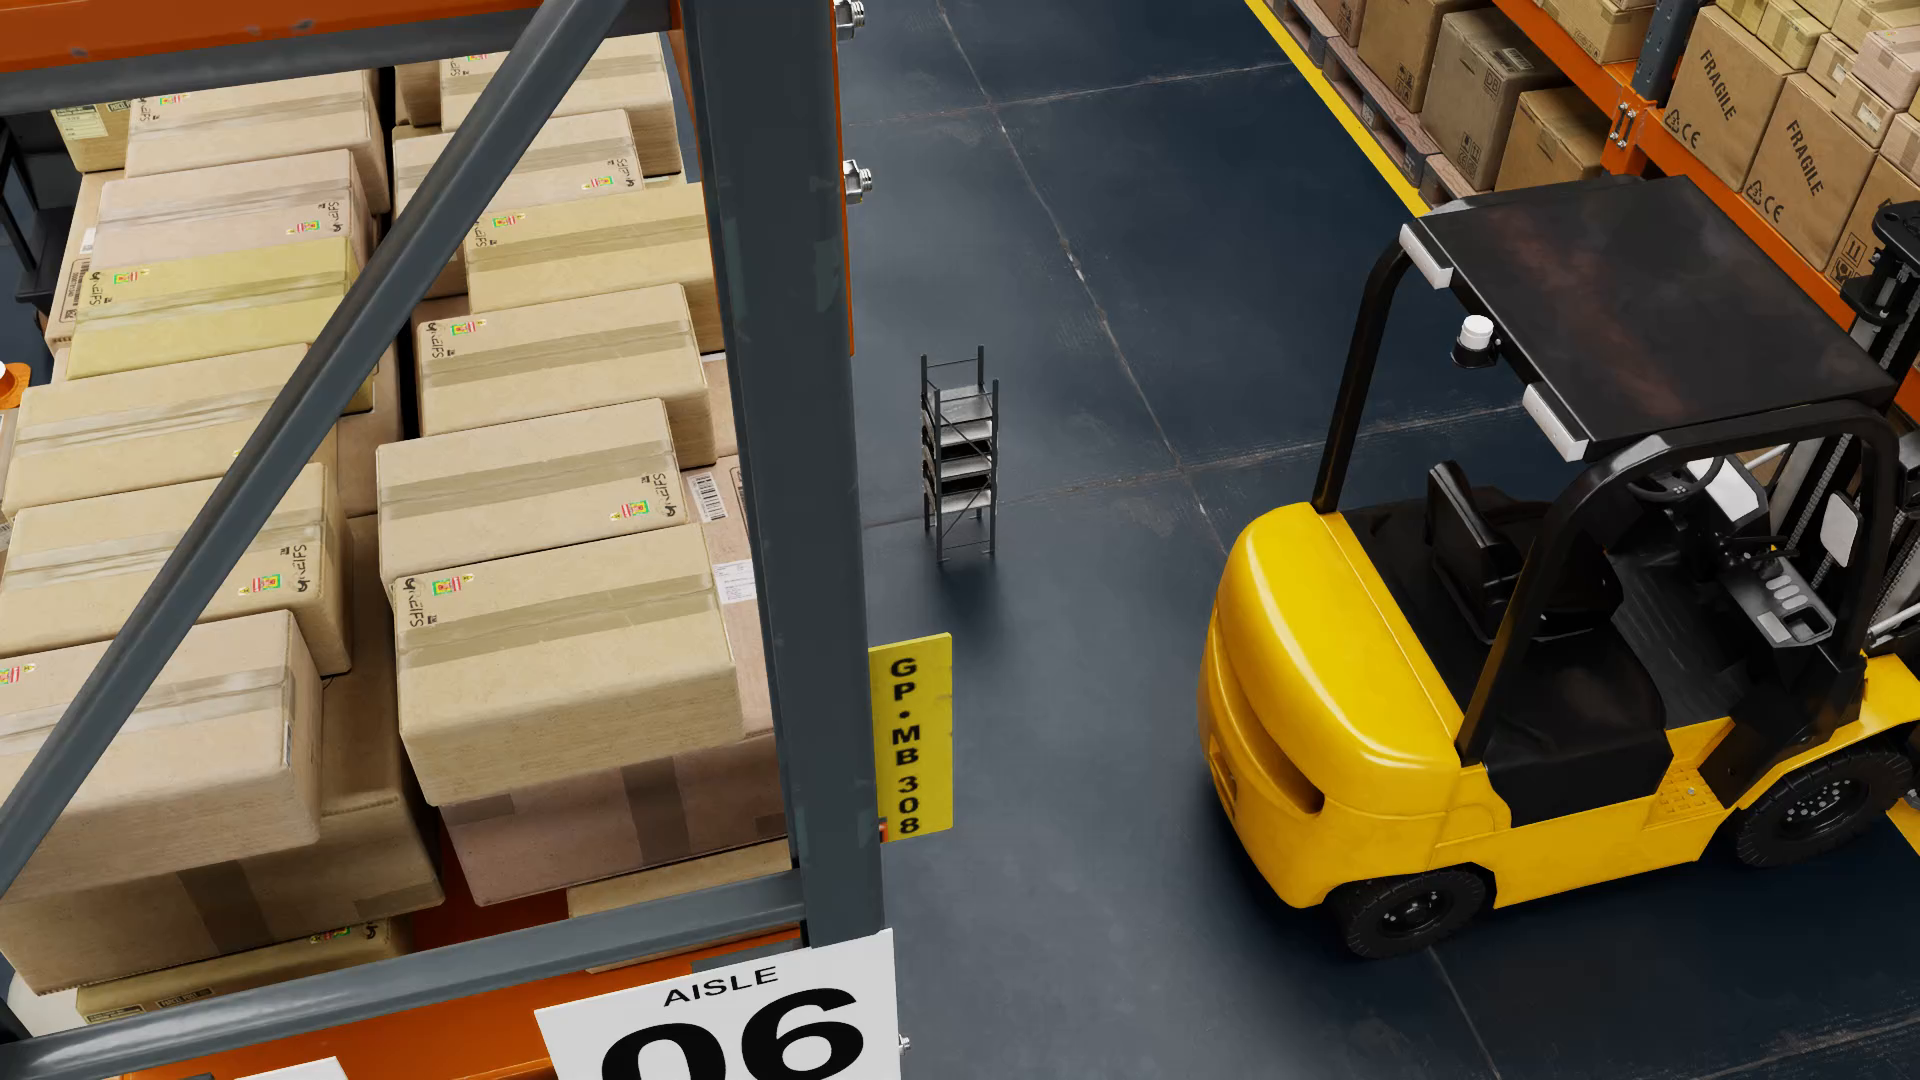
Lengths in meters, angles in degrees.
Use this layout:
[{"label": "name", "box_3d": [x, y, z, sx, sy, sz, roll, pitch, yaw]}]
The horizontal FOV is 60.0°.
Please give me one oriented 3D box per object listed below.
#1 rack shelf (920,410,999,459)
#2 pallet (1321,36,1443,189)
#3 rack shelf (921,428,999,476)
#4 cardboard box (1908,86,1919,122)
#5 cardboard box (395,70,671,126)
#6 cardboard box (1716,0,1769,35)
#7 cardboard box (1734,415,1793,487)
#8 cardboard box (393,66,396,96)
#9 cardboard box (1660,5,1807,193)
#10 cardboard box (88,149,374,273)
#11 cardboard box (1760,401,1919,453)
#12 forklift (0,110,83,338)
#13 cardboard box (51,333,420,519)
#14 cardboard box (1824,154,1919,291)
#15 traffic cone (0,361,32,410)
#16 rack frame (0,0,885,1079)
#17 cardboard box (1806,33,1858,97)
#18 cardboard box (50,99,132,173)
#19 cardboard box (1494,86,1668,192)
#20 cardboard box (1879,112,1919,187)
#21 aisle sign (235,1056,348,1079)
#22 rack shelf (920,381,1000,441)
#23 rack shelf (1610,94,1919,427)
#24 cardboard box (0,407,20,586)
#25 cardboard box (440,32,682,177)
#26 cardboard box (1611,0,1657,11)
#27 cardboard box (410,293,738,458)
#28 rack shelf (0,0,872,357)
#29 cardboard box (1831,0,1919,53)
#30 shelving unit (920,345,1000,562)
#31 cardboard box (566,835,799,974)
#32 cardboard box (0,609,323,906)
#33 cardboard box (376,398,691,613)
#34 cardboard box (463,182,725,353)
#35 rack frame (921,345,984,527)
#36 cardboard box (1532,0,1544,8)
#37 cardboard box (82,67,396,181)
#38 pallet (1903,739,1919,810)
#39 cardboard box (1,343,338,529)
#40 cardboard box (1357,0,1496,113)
[{"label": "rack shelf", "box_3d": [-0.002, -0.423, 6.329, 0.258, 0.077, 0.200, -11, 47, -10]}, {"label": "pallet", "box_3d": [2.650, -2.372, 8.927, 1.003, 0.211, 1.213, -11, 47, -10]}, {"label": "rack shelf", "box_3d": [-0.002, -0.360, 6.394, 0.258, 0.077, 0.200, -11, 47, -10]}, {"label": "cardboard box", "box_3d": [3.274, -1.385, 5.275, 0.380, 0.149, 0.250, -11, 47, -11]}, {"label": "cardboard box", "box_3d": [-0.841, -0.887, 3.315, 0.500, 0.250, 0.500, -10, 46, -9]}, {"label": "cardboard box", "box_3d": [3.019, -1.996, 6.082, 0.380, 0.149, 0.250, -11, 47, -11]}, {"label": "cardboard box", "box_3d": [3.266, -0.275, 6.200, 0.500, 0.250, 0.500, -11, 47, -11]}, {"label": "cardboard box", "box_3d": [-1.496, -1.086, 3.789, 0.380, 0.149, 0.250, -12, 47, -12]}, {"label": "cardboard box", "box_3d": [3.053, -1.683, 6.229, 0.500, 0.500, 0.500, -12, 47, -11]}, {"label": "cardboard box", "box_3d": [-1.136, -0.464, 2.622, 0.380, 0.149, 0.250, -11, 47, -10]}, {"label": "cardboard box", "box_3d": [3.272, -0.449, 6.021, 0.500, 0.250, 0.500, -9, 46, -9]}, {"label": "forklift", "box_3d": [-3.743, -2.264, 6.916, 1.130, 2.935, 3.031, -10, 46, -10]}, {"label": "cardboard box", "box_3d": [-1.088, -0.086, 2.531, 0.500, 0.250, 0.500, -11, 47, -11]}, {"label": "cardboard box", "box_3d": [3.333, -0.977, 5.538, 0.500, 0.500, 0.500, -11, 47, -11]}, {"label": "traffic cone", "box_3d": [-4.317, -0.822, 7.231, 0.336, 0.463, 0.334, -11, 47, -10]}, {"label": "rack frame", "box_3d": [-0.581, -0.430, 0.871, 1.000, 3.000, 0.127, -11, 47, -10]}, {"label": "cardboard box", "box_3d": [3.181, -1.643, 5.736, 0.380, 0.149, 0.250, -11, 47, -10]}, {"label": "cardboard box", "box_3d": [-1.379, -0.804, 2.955, 0.380, 0.149, 0.250, -10, 46, -9]}, {"label": "cardboard box", "box_3d": [3.047, -1.676, 7.661, 0.875, 0.625, 0.625, -9, 46, -9]}, {"label": "cardboard box", "box_3d": [3.238, -1.278, 5.378, 0.380, 0.149, 0.250, -11, 47, -11]}, {"label": "aisle sign", "box_3d": [-0.846, 0.855, 1.991, 0.394, 0.787, 0.004, -11, 47, -10]}, {"label": "rack shelf", "box_3d": [-0.002, -0.486, 6.265, 0.258, 0.077, 0.200, -11, 47, -10]}, {"label": "rack shelf", "box_3d": [3.704, -0.370, 5.516, 1.077, 0.370, 4.000, -11, 47, -10]}, {"label": "cardboard box", "box_3d": [-3.318, -0.136, 6.003, 0.500, 0.500, 0.500, -11, 47, -10]}, {"label": "cardboard box", "box_3d": [-0.696, -0.745, 2.897, 0.380, 0.149, 0.250, -10, 46, -9]}, {"label": "cardboard box", "box_3d": [2.819, -2.417, 6.774, 0.500, 0.250, 0.500, -12, 47, -11]}, {"label": "cardboard box", "box_3d": [-0.572, -0.177, 2.620, 0.500, 0.250, 0.500, -11, 47, -11]}, {"label": "rack shelf", "box_3d": [-1.093, -1.558, 2.482, 1.077, 0.370, 4.000, -11, 47, -10]}, {"label": "cardboard box", "box_3d": [3.215, -1.756, 5.638, 0.380, 0.149, 0.250, -11, 47, -11]}, {"label": "shelving unit", "box_3d": [-0.002, -0.321, 6.434, 0.258, 0.900, 0.210, -11, 47, -10]}, {"label": "cardboard box", "box_3d": [-0.352, 0.419, 2.315, 0.380, 0.149, 0.250, -11, 47, -10]}, {"label": "cardboard box", "box_3d": [-0.953, 0.249, 1.923, 0.380, 0.149, 0.250, -10, 46, -10]}, {"label": "cardboard box", "box_3d": [-0.555, -0.025, 2.192, 0.380, 0.149, 0.250, -11, 47, -10]}, {"label": "cardboard box", "box_3d": [-0.552, -0.396, 2.555, 0.380, 0.149, 0.250, -11, 47, -10]}, {"label": "rack frame", "box_3d": [-0.028, -0.391, 6.503, 0.240, 0.900, 0.006, -11, 47, -10]}, {"label": "cardboard box", "box_3d": [2.676, -2.596, 7.299, 0.500, 0.250, 0.500, -11, 47, -11]}, {"label": "cardboard box", "box_3d": [-1.369, -0.789, 3.220, 0.500, 0.250, 0.500, -10, 46, -10]}, {"label": "pallet", "box_3d": [3.671, 0.374, 6.235, 1.003, 0.211, 1.213, -11, 47, -10]}, {"label": "cardboard box", "box_3d": [-1.065, -0.109, 2.274, 0.380, 0.149, 0.250, -11, 47, -11]}, {"label": "cardboard box", "box_3d": [2.662, -2.732, 8.696, 0.875, 0.625, 0.625, -12, 47, -12]}]
